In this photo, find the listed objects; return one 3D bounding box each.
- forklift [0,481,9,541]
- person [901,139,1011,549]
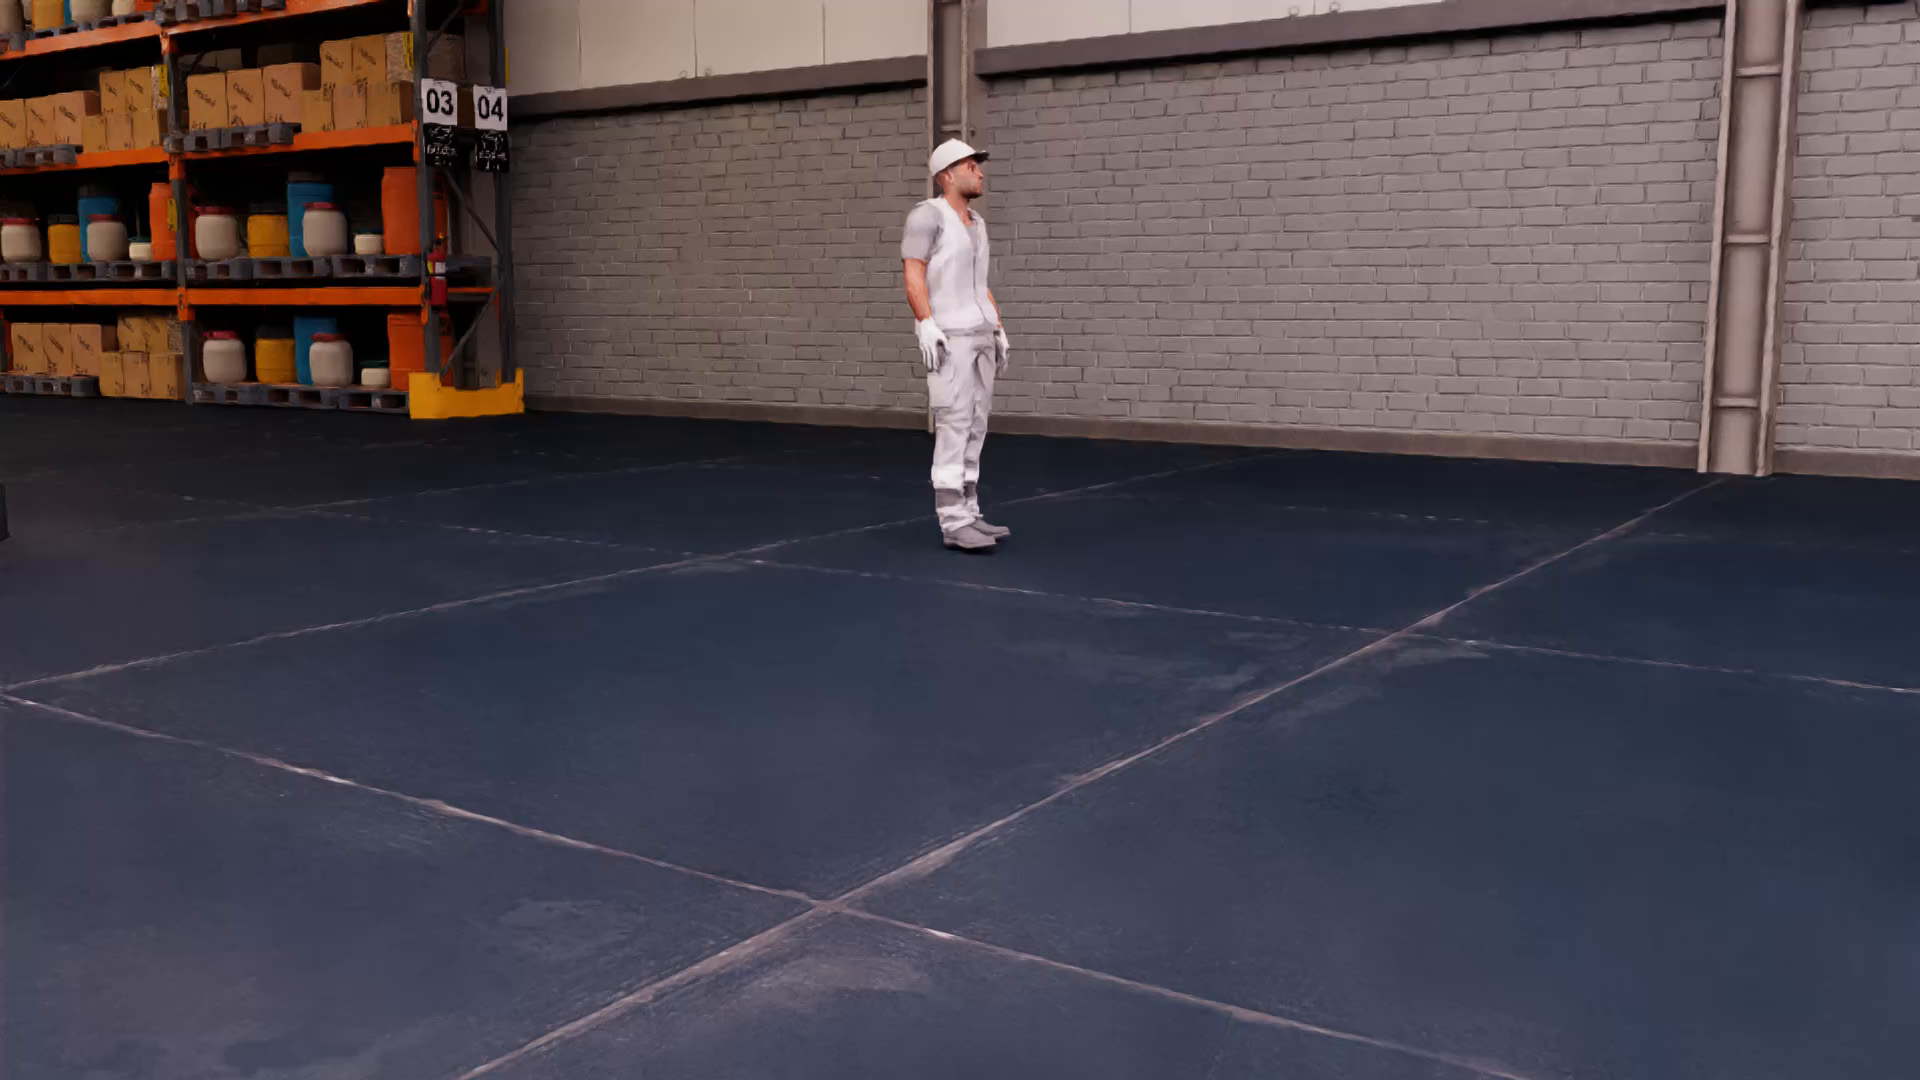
[{"bbox_3d":[-5.491,-1.286,6.239,3.031,2.935,1.130,-2,8,-11],"label":"forklift"},{"bbox_3d":[0.061,-0.885,7.423,0.563,1.787,0.637,5,10,34],"label":"person"}]
